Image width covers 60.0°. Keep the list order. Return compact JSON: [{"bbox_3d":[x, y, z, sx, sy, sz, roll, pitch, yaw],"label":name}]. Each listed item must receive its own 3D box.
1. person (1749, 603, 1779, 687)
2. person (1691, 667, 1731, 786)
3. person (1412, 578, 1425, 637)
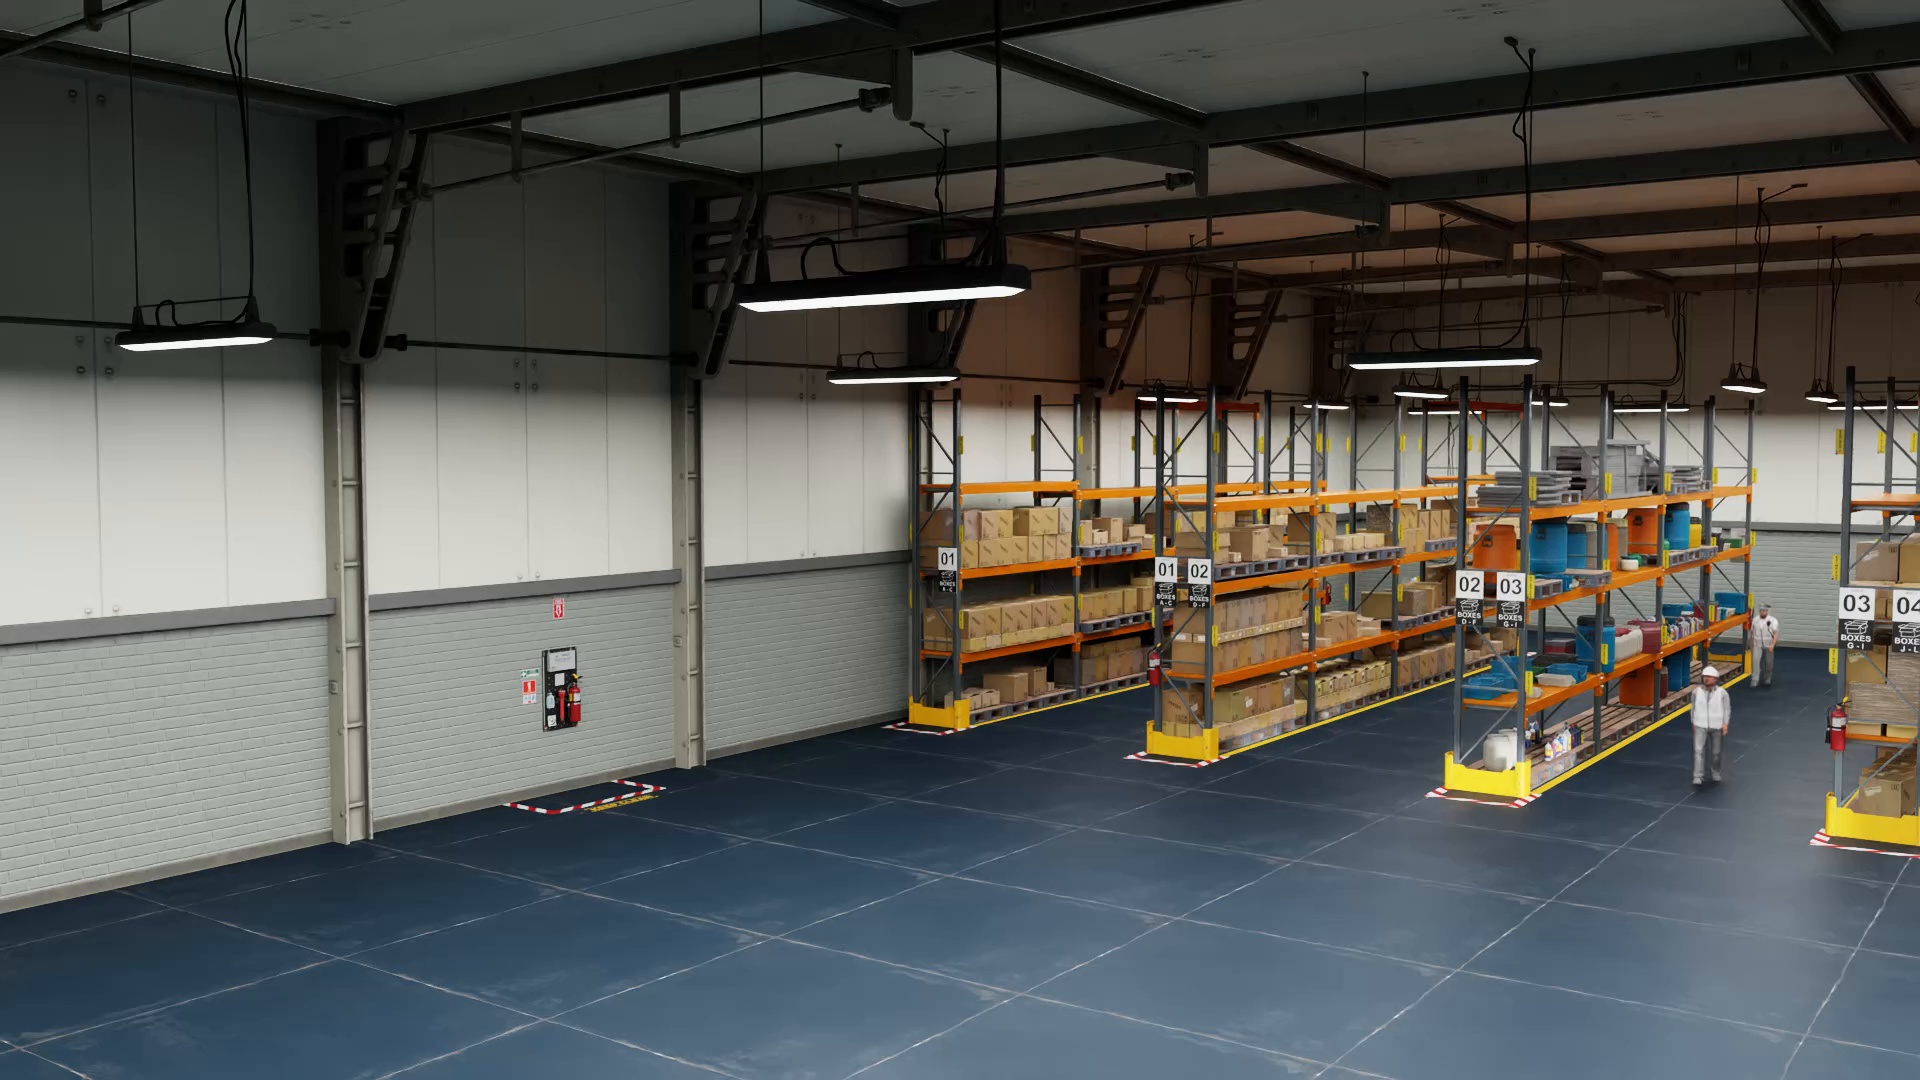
[{"bbox_3d":[16.605,2.160,34.339,0.530,1.704,1.055,2,4,27],"label":"person"},{"bbox_3d":[11.003,2.730,24.404,0.565,1.723,1.019,2,4,30],"label":"person"},{"bbox_3d":[11.127,1.798,40.480,0.837,1.759,0.572,0,3,-8],"label":"person"}]
